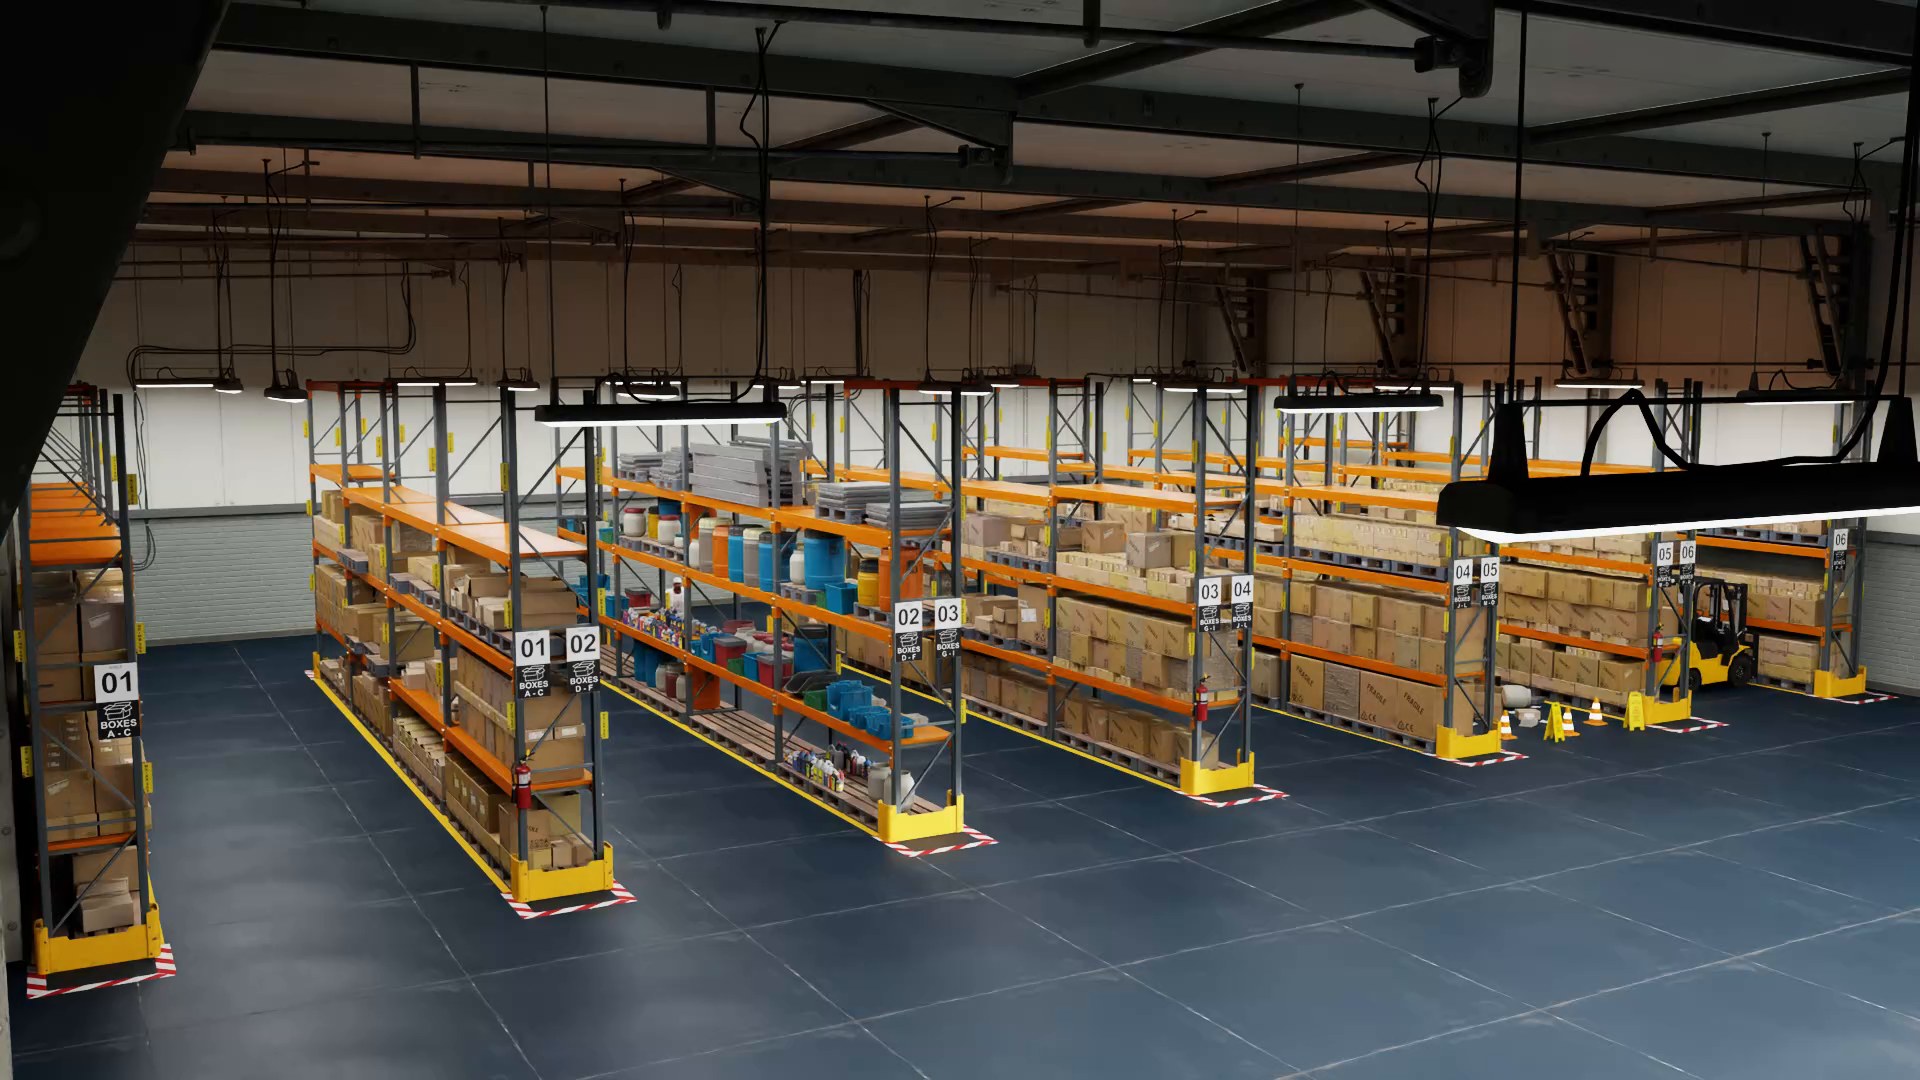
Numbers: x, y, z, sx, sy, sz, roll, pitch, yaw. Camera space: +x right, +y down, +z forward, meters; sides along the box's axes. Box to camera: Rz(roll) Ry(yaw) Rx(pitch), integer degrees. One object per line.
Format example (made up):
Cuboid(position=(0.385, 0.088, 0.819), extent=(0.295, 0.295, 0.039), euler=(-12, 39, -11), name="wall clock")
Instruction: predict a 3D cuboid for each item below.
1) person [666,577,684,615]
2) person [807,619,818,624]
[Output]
Cuboid(position=(-6.245, 1.616, 36.565), extent=(0.710, 1.668, 0.691), euler=(-2, 7, -21), name="person")
Cuboid(position=(-2.599, 2.282, 29.791), extent=(0.652, 1.726, 1.100), euler=(-5, 8, -38), name="person")
